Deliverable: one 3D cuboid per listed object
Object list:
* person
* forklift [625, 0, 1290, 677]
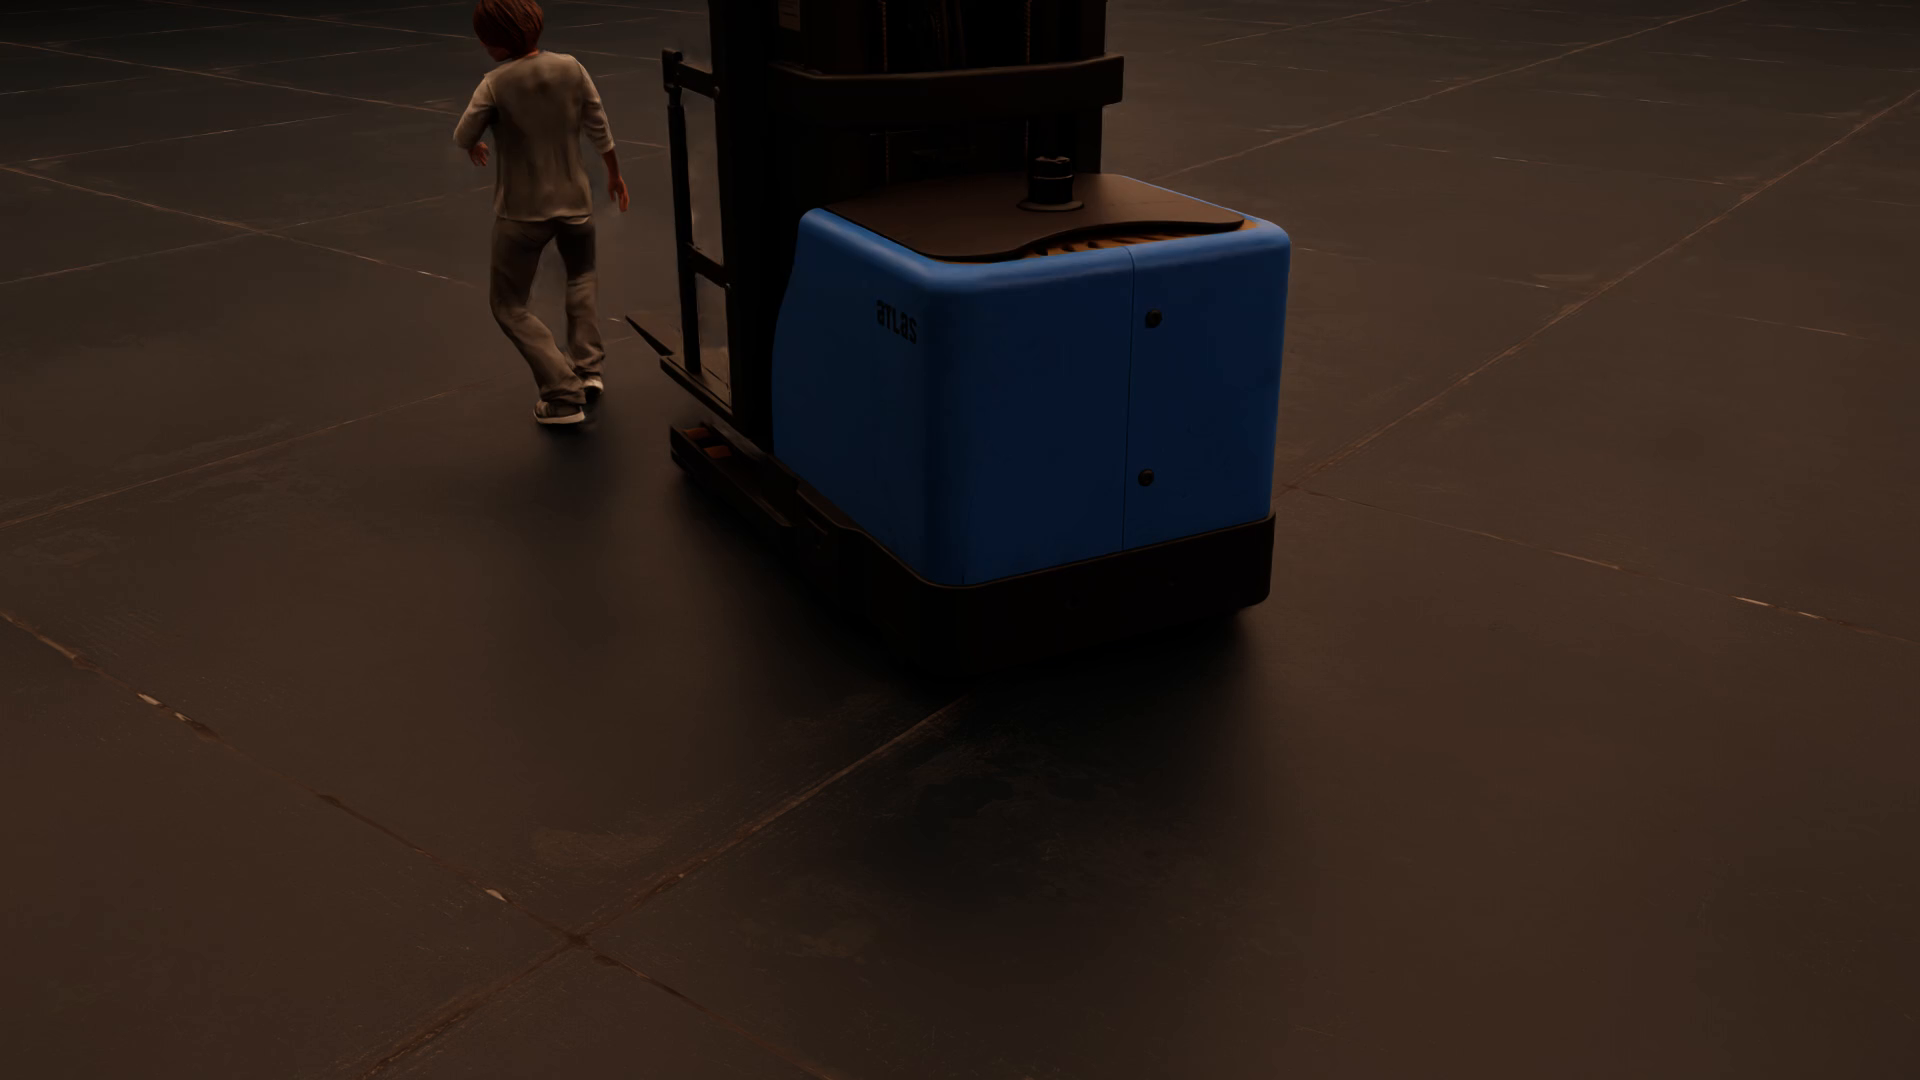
[{"bbox_3d":[-1.449,-1.170,5.981,0.606,1.568,0.754,-20,31,-38],"label":"person"},{"bbox_3d":[-0.299,-1.558,4.923,1.130,2.935,3.031,-12,26,-26],"label":"forklift"}]
